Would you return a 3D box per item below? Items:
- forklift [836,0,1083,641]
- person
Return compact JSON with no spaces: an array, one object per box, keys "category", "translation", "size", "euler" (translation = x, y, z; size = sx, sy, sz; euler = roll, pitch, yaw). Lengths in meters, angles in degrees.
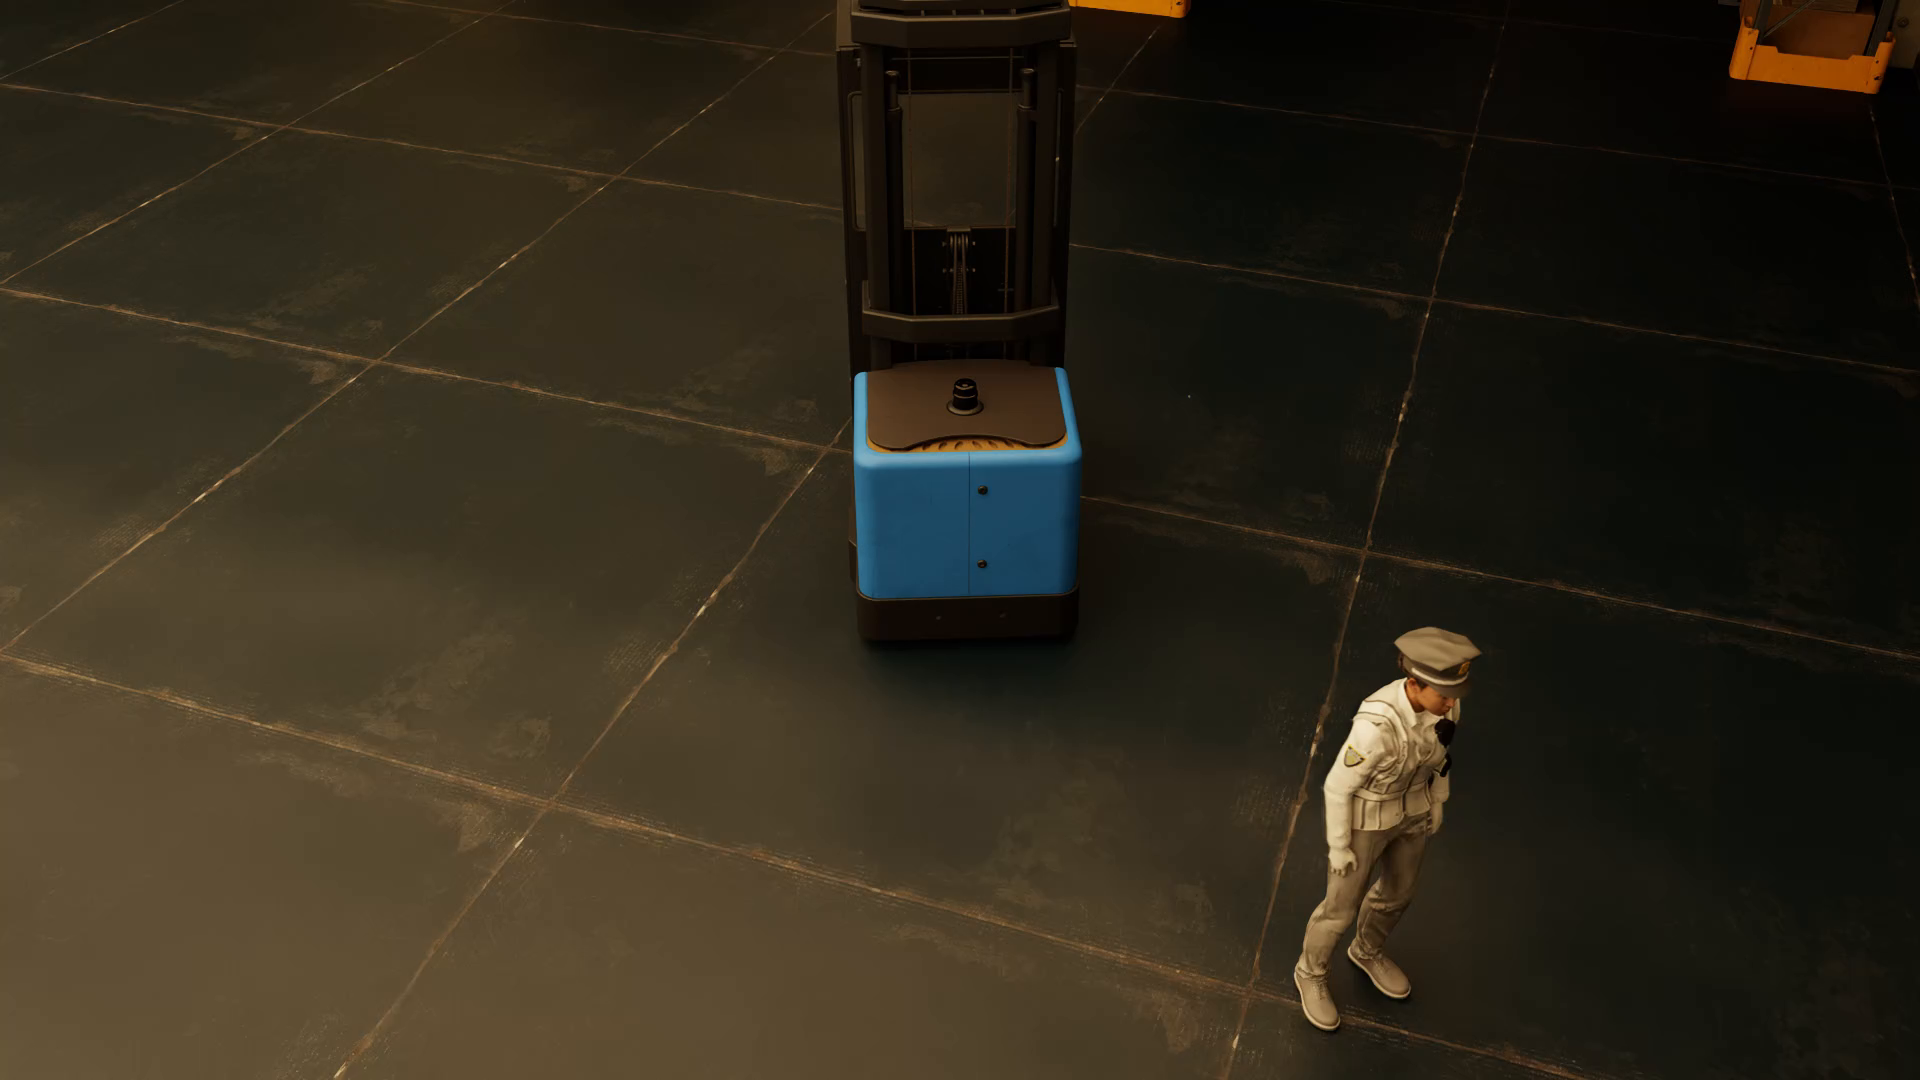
[{"category":"forklift","translation":[-0.029,-1.547,8.293],"size":[1.130,2.935,3.031],"euler":[-2,35,-2]},{"category":"person","translation":[1.487,0.983,5.821],"size":[0.547,1.664,0.375],"euler":[-18,39,-23]}]
